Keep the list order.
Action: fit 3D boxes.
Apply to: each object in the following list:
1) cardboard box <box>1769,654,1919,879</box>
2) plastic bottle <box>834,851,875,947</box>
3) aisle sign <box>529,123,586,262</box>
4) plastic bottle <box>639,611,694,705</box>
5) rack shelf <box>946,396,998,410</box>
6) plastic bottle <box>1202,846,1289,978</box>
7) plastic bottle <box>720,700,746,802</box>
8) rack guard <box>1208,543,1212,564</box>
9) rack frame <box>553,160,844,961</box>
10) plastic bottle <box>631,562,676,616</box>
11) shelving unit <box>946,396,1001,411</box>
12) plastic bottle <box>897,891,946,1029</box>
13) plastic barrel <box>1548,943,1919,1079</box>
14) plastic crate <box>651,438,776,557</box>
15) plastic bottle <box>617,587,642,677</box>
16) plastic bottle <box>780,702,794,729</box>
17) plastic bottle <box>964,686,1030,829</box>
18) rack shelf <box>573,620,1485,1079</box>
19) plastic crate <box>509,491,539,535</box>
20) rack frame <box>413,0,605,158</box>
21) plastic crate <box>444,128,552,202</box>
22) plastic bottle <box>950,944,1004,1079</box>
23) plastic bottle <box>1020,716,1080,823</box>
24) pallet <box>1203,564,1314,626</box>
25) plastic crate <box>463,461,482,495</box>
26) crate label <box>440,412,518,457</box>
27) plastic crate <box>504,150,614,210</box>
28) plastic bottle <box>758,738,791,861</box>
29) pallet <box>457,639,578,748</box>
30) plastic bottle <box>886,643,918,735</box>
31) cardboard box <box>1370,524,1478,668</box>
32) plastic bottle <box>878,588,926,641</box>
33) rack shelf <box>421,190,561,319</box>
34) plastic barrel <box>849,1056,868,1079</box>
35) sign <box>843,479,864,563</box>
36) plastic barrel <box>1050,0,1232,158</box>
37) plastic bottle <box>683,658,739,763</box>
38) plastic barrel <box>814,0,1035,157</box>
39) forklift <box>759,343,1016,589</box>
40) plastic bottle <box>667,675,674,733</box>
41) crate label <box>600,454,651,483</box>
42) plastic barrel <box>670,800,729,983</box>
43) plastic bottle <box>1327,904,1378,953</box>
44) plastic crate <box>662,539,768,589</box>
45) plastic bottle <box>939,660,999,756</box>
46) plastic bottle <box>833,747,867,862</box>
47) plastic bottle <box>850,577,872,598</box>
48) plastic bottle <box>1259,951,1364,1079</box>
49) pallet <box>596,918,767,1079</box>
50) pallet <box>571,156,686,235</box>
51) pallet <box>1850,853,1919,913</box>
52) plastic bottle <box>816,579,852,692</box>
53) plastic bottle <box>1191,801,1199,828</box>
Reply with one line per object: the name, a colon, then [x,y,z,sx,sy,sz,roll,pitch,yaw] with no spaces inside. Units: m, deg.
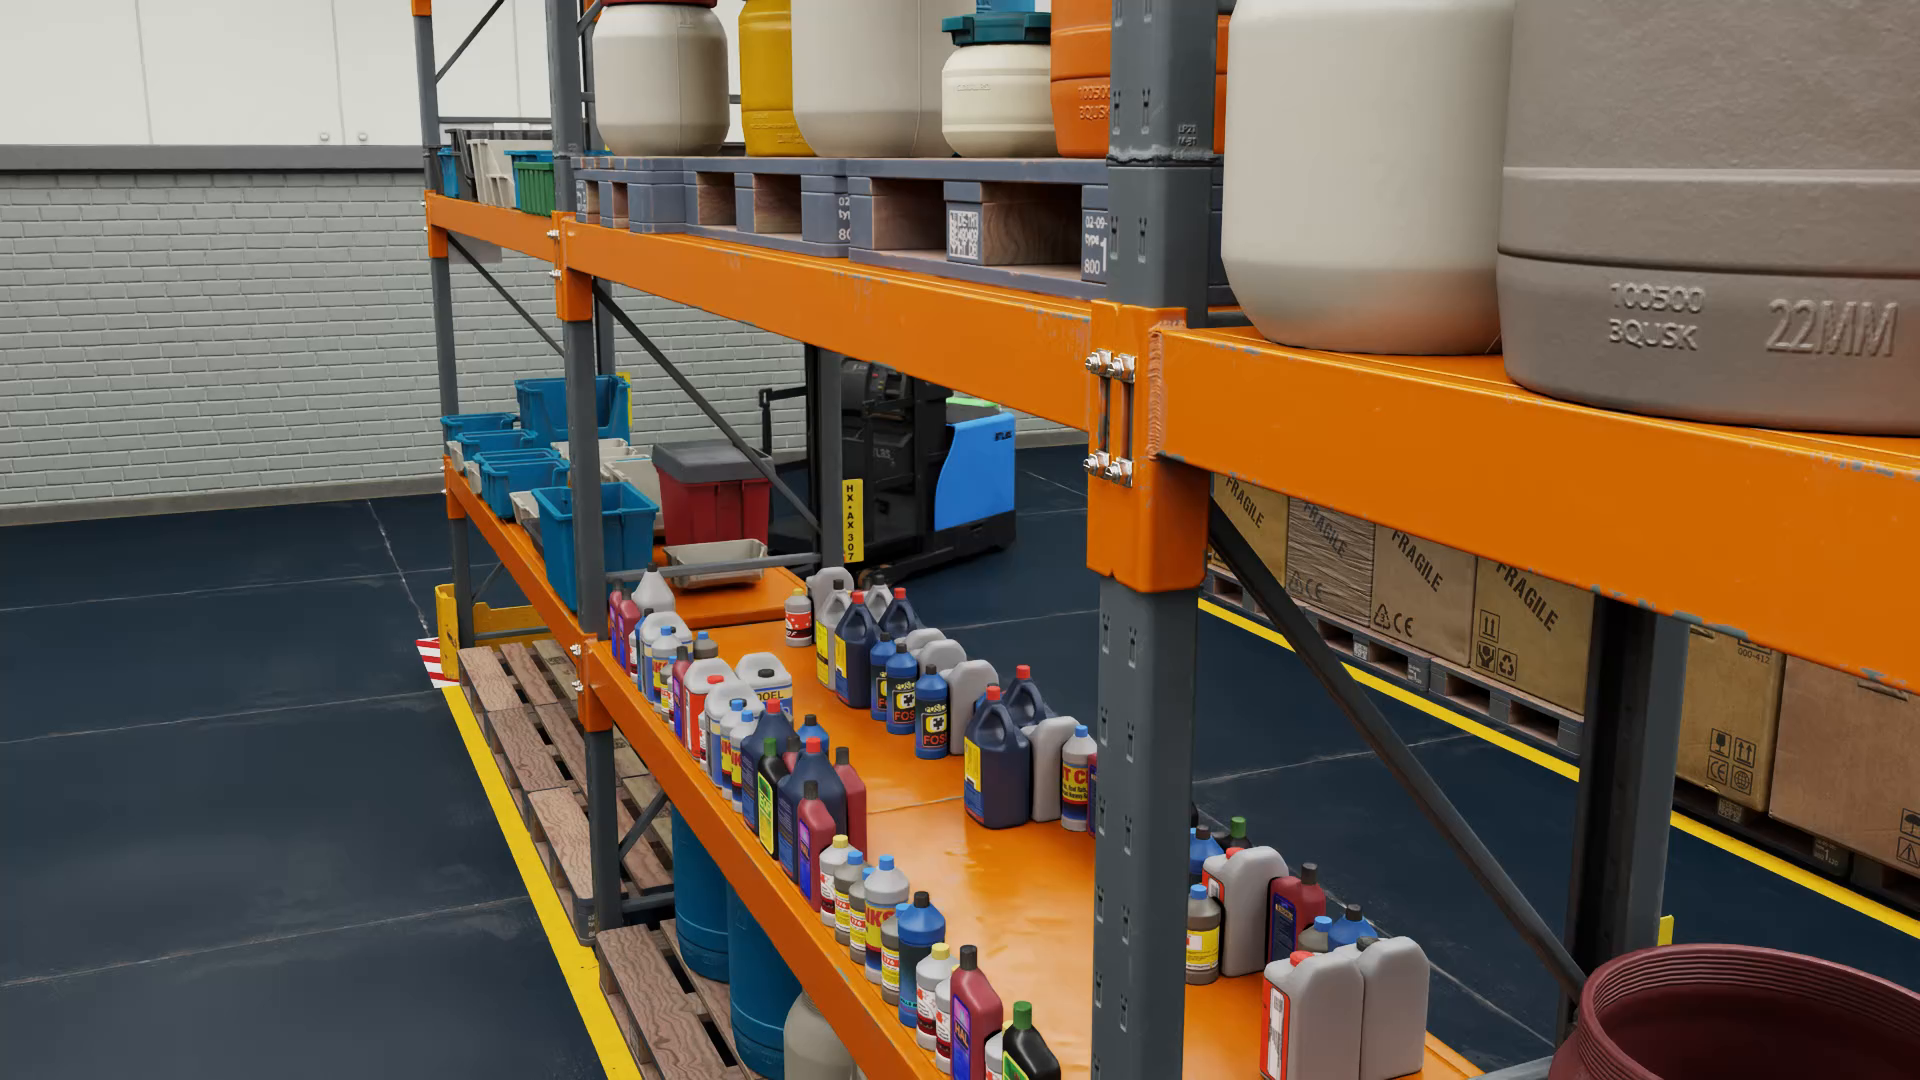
cardboard box: [4.245,0.810,7.000,1.225,0.875,0.875,-6,14,-25]
plastic bottle: [-0.233,0.796,3.720,0.097,0.201,0.097,0,13,0]
aisle sign: [-2.289,-2.023,9.692,0.394,0.787,0.004,-6,14,-23]
plastic bottle: [-0.944,0.377,5.362,0.152,0.276,0.135,-6,14,-23]
rack shelf: [0.056,-1.055,13.423,0.480,0.148,0.258,10,16,37]
plastic bottle: [0.613,0.784,3.605,0.152,0.276,0.135,-6,14,-23]
plastic bottle: [-0.605,0.570,4.541,0.097,0.271,0.097,0,13,0]
rack guard: [2.000,0.050,12.043,1.175,0.500,0.348,-6,14,-23]
rack frame: [-0.927,0.111,6.236,1.000,3.000,0.127,-6,14,-23]
plastic bottle: [-1.066,0.246,5.765,0.144,0.351,0.185,-6,14,-23]
shelving unit: [0.056,-0.650,13.517,0.503,1.200,0.258,10,16,37]
plastic bottle: [-0.077,0.842,3.365,0.097,0.271,0.097,0,13,0]
plastic barrel: [1.139,0.940,2.354,0.600,0.536,0.708,-6,14,-23]
plastic crate: [-1.055,-0.156,7.117,0.402,0.464,0.583,-6,14,-23]
plastic bottle: [-1.117,0.310,5.636,0.061,0.283,0.133,-6,14,-23]
plastic bottle: [-0.520,0.562,4.728,0.097,0.201,0.097,0,13,0]
plastic bottle: [0.097,0.565,4.386,0.144,0.351,0.185,-6,14,-23]
rack shelf: [-0.126,0.875,4.532,1.077,0.370,4.000,-6,14,-23]
plastic crate: [-1.900,-0.122,7.696,0.293,0.136,0.466,-6,14,-23]
rack frame: [-2.529,-3.638,9.130,1.000,3.000,0.127,-6,14,-23]
plastic crate: [-2.169,-1.806,8.005,0.504,0.338,0.767,-6,14,-23]
plastic bottle: [0.030,0.902,3.079,0.061,0.283,0.133,-6,14,-23]
plastic bottle: [0.243,0.593,4.430,0.152,0.276,0.135,-6,14,-23]
pallet: [2.401,0.354,11.371,1.003,0.211,1.213,-6,14,-23]
plastic crate: [-2.407,-0.321,8.557,0.250,0.136,0.298,-6,14,-23]
crate label: [-2.732,-0.582,9.470,0.416,0.233,0.303,-6,14,-23]
plastic crate: [-1.584,-1.428,6.605,0.416,0.233,0.300,-6,14,-23]
plastic bottle: [-0.463,0.648,4.178,0.061,0.283,0.133,-6,14,-23]
pallet: [-2.234,0.817,9.370,1.003,0.211,1.213,-6,14,-23]
plastic bottle: [-0.177,0.449,5.063,0.097,0.271,0.097,0,13,0]
cardboard box: [3.060,0.165,9.785,0.875,0.875,0.875,-6,14,-23]
plastic bottle: [-0.185,0.334,5.384,0.144,0.351,0.185,-6,14,-23]
rack shelf: [-1.728,-1.413,7.764,1.077,0.370,4.000,-6,14,-23]
plastic barrel: [0.012,1.575,4.328,0.600,0.588,0.708,-6,14,-23]
sign: [-0.422,-0.073,6.418,0.100,0.325,0.005,-6,14,-23]
plastic barrel: [0.451,-1.055,2.739,0.600,0.830,0.708,-6,14,-23]
plastic bottle: [-0.719,0.493,4.862,0.152,0.276,0.135,-6,14,-23]
plastic barrel: [-0.103,-1.460,4.330,0.600,0.901,0.708,-6,14,-23]
forklift: [-0.861,-1.180,11.968,1.130,2.935,3.031,10,16,37]
plastic bottle: [-0.844,0.480,5.082,0.097,0.201,0.097,0,13,0]
crate label: [-1.800,-0.347,8.669,0.396,0.136,0.243,-6,14,-23]
plastic barrel: [-0.724,1.043,5.933,0.600,0.901,0.708,-6,14,-23]
plastic bottle: [0.777,0.855,3.307,0.097,0.271,0.097,0,13,0]
plastic crate: [-0.982,0.102,6.730,0.396,0.136,0.243,-6,14,-23]
plastic bottle: [0.023,0.479,4.921,0.152,0.276,0.135,-6,14,-23]
plastic bottle: [-0.277,0.662,4.115,0.061,0.283,0.133,-6,14,-23]
plastic bottle: [-0.338,0.264,5.835,0.061,0.283,0.133,-6,14,-23]
plastic bottle: [0.659,0.893,3.133,0.152,0.276,0.135,-6,14,-23]
pallet: [-0.656,1.633,5.846,1.003,0.211,1.213,-6,14,-23]
pallet: [-0.523,-1.105,5.258,1.213,0.211,1.003,-6,14,-23]
pallet: [4.482,1.428,6.733,1.003,0.211,1.213,-6,14,-23]
plastic bottle: [-0.391,0.309,5.493,0.144,0.351,0.185,-6,14,-23]
plastic bottle: [0.509,0.701,3.947,0.061,0.283,0.133,-6,14,-23]
